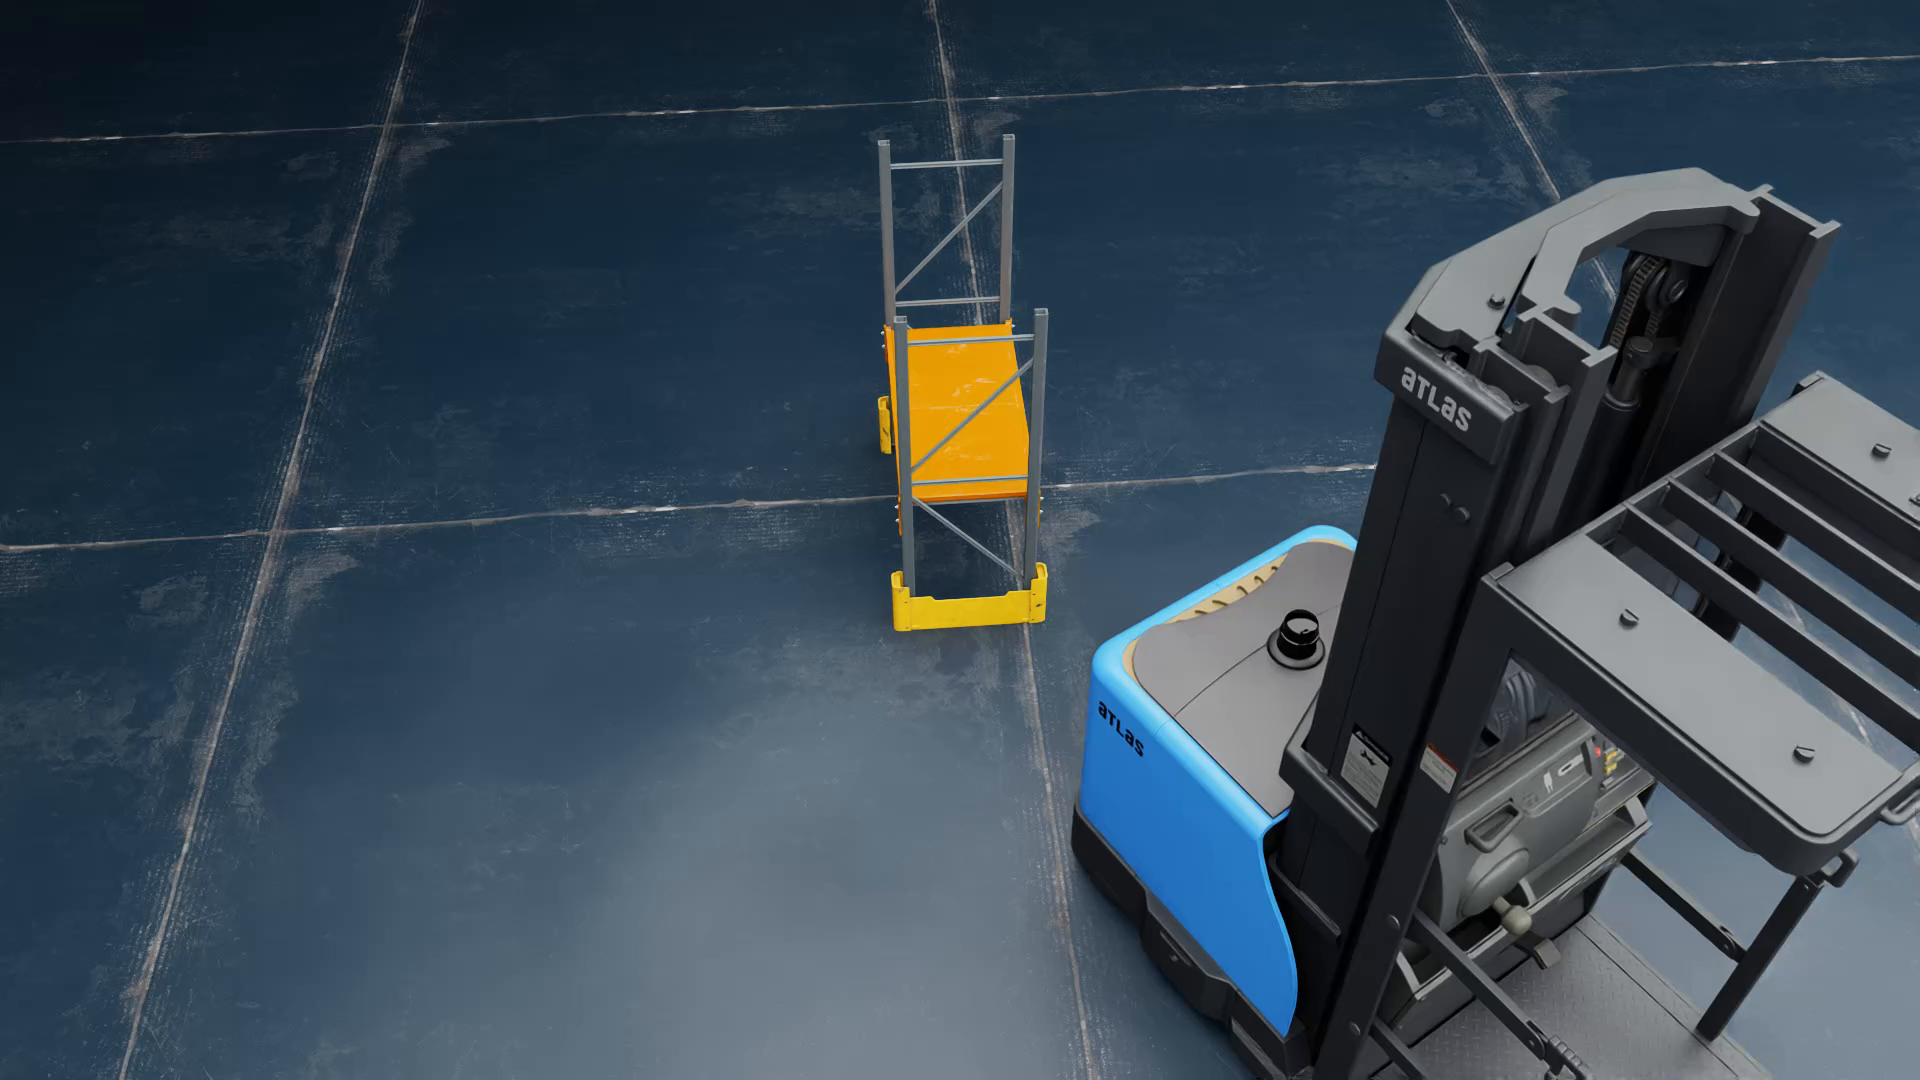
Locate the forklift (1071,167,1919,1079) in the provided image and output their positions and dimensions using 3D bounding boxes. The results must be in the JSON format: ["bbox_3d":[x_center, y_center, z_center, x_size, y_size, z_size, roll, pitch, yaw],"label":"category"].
[{"bbox_3d":[1.637,0.735,4.035,1.130,2.935,3.031,-27,52,-23],"label":"forklift"}]

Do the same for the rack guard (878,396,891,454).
[{"bbox_3d":[-0.048,-0.501,7.053,0.587,0.250,0.087,-3,47,-3],"label":"rack guard"}]

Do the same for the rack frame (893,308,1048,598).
[{"bbox_3d":[0.035,-0.210,5.916,0.500,1.500,0.032,-3,47,-3],"label":"rack frame"}]

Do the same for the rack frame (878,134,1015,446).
[{"bbox_3d":[-0.050,-0.945,6.612,0.500,1.500,0.032,-3,47,-3],"label":"rack frame"}]

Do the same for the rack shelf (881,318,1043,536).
[{"bbox_3d":[-0.007,-0.454,6.395,0.538,0.185,1.000,-3,47,-3],"label":"rack shelf"}]

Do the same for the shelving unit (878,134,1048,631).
[{"bbox_3d":[-0.006,-0.571,6.258,0.587,1.500,1.083,-3,47,-3],"label":"shelving unit"}]

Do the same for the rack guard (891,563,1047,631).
[{"bbox_3d":[0.035,0.219,6.370,0.587,0.250,0.087,-3,47,-3],"label":"rack guard"}]
